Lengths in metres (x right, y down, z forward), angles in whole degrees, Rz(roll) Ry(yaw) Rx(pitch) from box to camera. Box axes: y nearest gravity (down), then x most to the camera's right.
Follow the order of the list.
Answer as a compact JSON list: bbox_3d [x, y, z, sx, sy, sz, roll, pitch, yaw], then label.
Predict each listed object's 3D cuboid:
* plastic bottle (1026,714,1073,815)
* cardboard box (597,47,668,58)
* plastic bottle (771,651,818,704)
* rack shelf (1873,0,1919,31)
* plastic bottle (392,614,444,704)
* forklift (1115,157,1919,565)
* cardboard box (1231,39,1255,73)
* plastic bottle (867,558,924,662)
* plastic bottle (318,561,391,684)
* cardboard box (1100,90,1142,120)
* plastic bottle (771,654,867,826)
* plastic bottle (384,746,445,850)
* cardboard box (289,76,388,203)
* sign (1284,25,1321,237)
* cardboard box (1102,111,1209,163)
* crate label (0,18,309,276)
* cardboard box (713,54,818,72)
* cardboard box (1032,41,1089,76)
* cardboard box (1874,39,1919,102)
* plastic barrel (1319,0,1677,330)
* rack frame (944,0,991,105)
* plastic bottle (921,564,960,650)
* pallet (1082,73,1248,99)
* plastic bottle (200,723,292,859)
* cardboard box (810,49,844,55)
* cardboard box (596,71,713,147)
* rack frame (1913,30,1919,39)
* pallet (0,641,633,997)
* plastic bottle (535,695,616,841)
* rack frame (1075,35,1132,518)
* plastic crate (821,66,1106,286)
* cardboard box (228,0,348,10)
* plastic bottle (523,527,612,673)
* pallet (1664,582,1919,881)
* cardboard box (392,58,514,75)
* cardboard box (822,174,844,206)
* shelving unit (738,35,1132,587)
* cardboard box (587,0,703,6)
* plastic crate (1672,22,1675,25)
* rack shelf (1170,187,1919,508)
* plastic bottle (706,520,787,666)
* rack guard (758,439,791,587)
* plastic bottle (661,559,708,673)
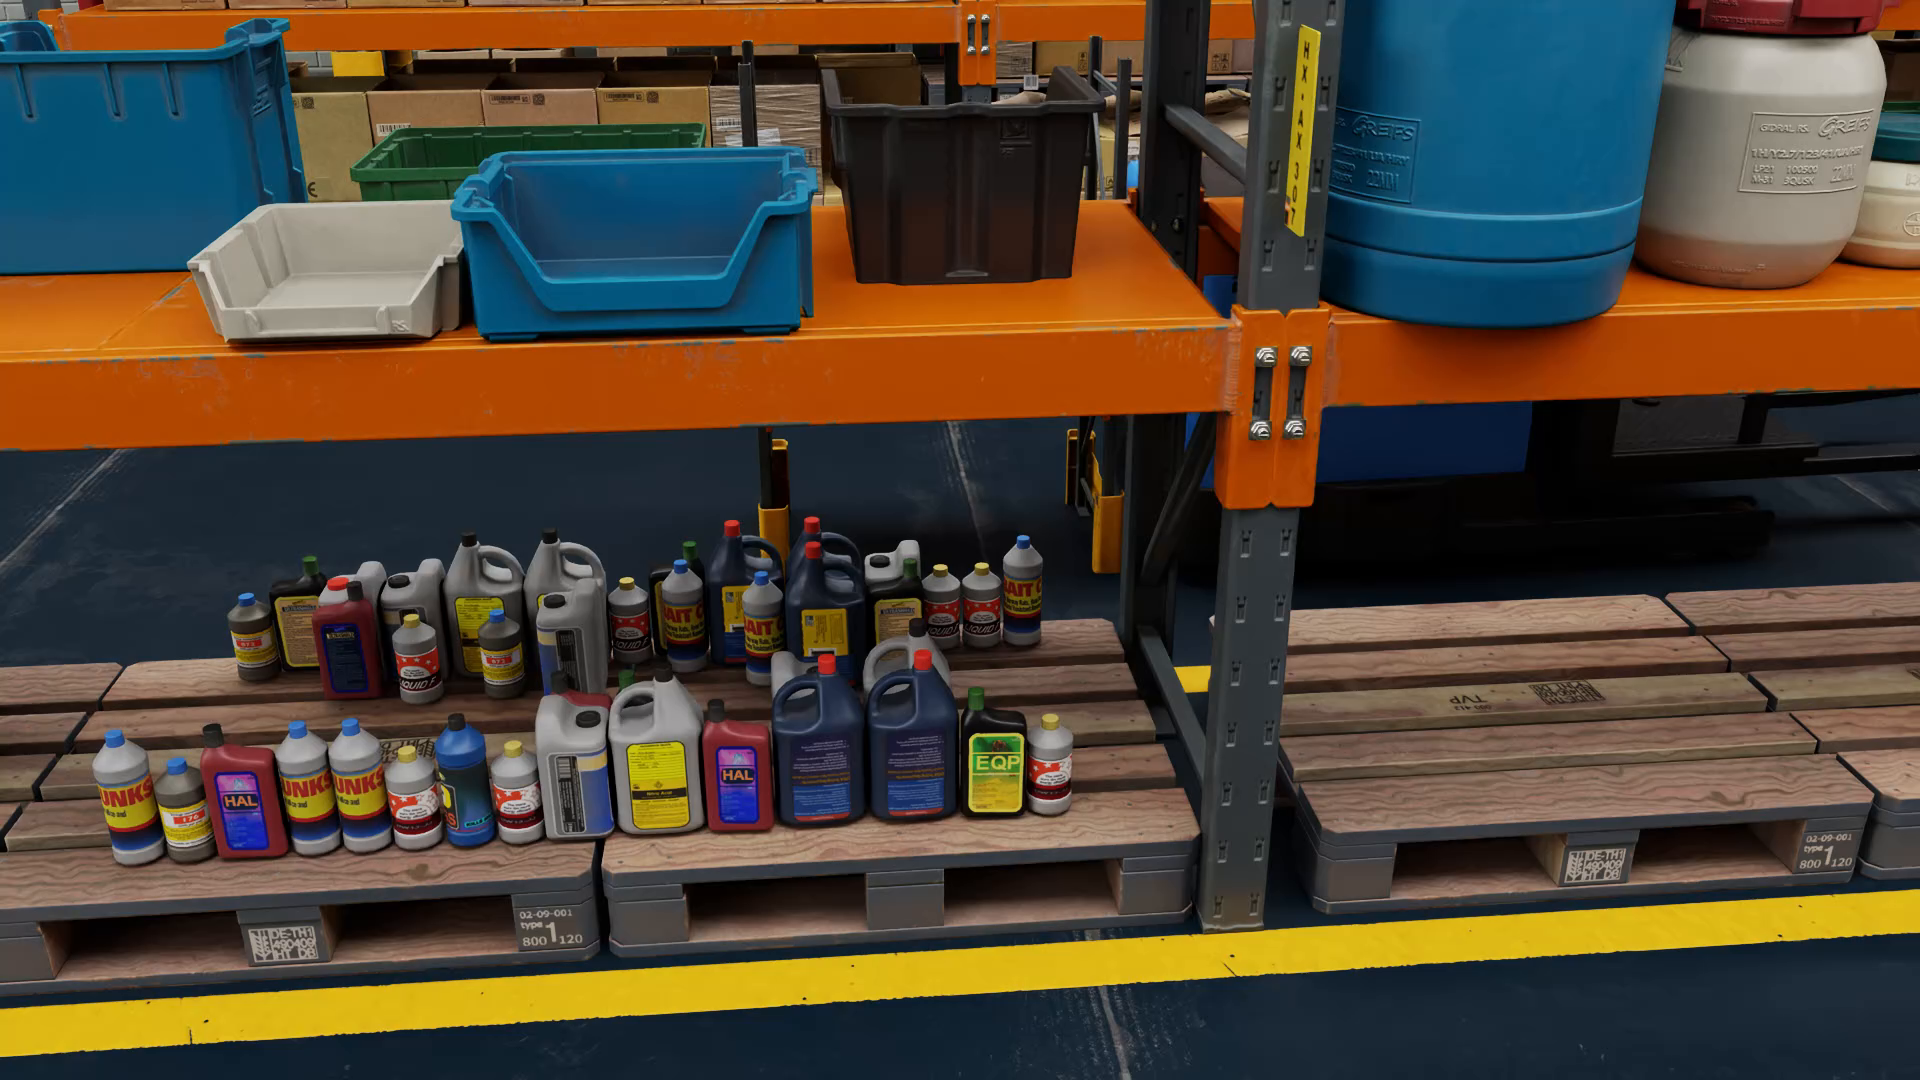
[{"bbox_3d":[0.185,0.455,3.436,0.097,0.201,0.097,0,24,0],"label":"plastic bottle"},{"bbox_3d":[-2.440,-3.689,12.393,0.500,0.500,0.700,-4,24,-8],"label":"cardboard box"},{"bbox_3d":[-0.328,0.372,3.532,0.135,0.276,0.152,-2,24,-5],"label":"plastic bottle"},{"bbox_3d":[6.003,-2.676,8.463,4.000,0.370,1.077,-2,24,-5],"label":"rack shelf"},{"bbox_3d":[-1.259,0.269,3.855,0.097,0.201,0.097,0,24,0],"label":"plastic bottle"},{"bbox_3d":[2.055,-1.488,4.990,3.031,2.935,1.130,-3,24,-7],"label":"forklift"},{"bbox_3d":[2.286,-3.962,13.007,0.500,0.500,0.700,-2,24,-5],"label":"cardboard box"},{"bbox_3d":[-0.153,0.180,3.955,0.133,0.283,0.061,-2,24,-5],"label":"plastic bottle"},{"bbox_3d":[-1.428,0.191,3.939,0.135,0.276,0.152,-2,24,-5],"label":"plastic bottle"},{"bbox_3d":[0.924,-2.112,8.487,0.500,0.311,0.500,-2,24,-4],"label":"cardboard box"},{"bbox_3d":[-0.289,0.397,3.384,0.185,0.351,0.144,-3,24,-8],"label":"plastic bottle"},{"bbox_3d":[-1.092,0.507,3.321,0.097,0.201,0.097,0,24,0],"label":"plastic bottle"},{"bbox_3d":[-2.896,-1.836,7.632,0.500,0.500,0.500,-2,24,-5],"label":"cardboard box"},{"bbox_3d":[0.558,-0.666,2.715,0.005,0.325,0.100,-2,24,-5],"label":"sign"},{"bbox_3d":[0.966,-1.890,7.988,0.500,0.311,0.500,-3,24,-6],"label":"cardboard box"},{"bbox_3d":[-1.661,-0.802,3.318,0.616,0.435,0.502,-2,24,-5],"label":"crate label"},{"bbox_3d":[-0.957,-2.128,8.290,0.500,0.500,0.500,-2,24,-5],"label":"cardboard box"},{"bbox_3d":[0.781,-3.903,12.874,0.500,0.500,0.700,-3,24,-6],"label":"cardboard box"},{"bbox_3d":[4.976,-2.462,8.709,0.500,0.250,0.500,-1,24,-3],"label":"cardboard box"},{"bbox_3d":[0.929,-0.885,2.930,0.708,0.901,0.600,-2,24,-5],"label":"plastic barrel"},{"bbox_3d":[0.032,-2.765,7.778,0.127,3.000,1.000,-2,24,-5],"label":"rack frame"},{"bbox_3d":[-0.048,0.159,4.104,0.097,0.201,0.097,0,24,0],"label":"plastic bottle"},{"bbox_3d":[1.533,-3.575,13.032,1.213,0.211,1.003,-2,24,-5],"label":"pallet"},{"bbox_3d":[-1.404,0.489,3.259,0.133,0.283,0.061,-2,24,-4],"label":"plastic bottle"},{"bbox_3d":[-0.988,-3.640,12.693,0.250,0.166,0.380,-5,25,-12],"label":"cardboard box"},{"bbox_3d":[-1.404,-1.900,7.775,0.500,0.500,0.500,-2,24,-5],"label":"cardboard box"},{"bbox_3d":[7.502,-5.086,13.001,0.127,3.000,1.000,-2,24,-5],"label":"rack frame"},{"bbox_3d":[-1.374,0.571,3.704,1.213,0.211,1.003,-2,24,-5],"label":"pallet"},{"bbox_3d":[-0.772,0.449,3.360,0.135,0.276,0.152,-2,24,-4],"label":"plastic bottle"},{"bbox_3d":[0.421,-0.702,4.983,0.032,1.500,0.500,-2,24,-5],"label":"rack frame"},{"bbox_3d":[-0.019,-0.765,3.354,0.504,0.338,0.767,-2,24,-5],"label":"plastic crate"},{"bbox_3d":[-2.961,-2.687,7.480,0.500,0.500,0.700,-2,24,-4],"label":"cardboard box"},{"bbox_3d":[-0.940,0.136,3.971,0.185,0.351,0.144,-2,24,-6],"label":"plastic bottle"},{"bbox_3d":[2.509,0.414,4.058,1.213,0.211,1.003,-2,24,-5],"label":"pallet"},{"bbox_3d":[-2.451,-2.071,8.161,0.500,0.500,0.500,-2,24,-5],"label":"cardboard box"},{"bbox_3d":[-0.408,-1.594,8.011,0.500,0.250,0.500,-2,24,-5],"label":"cardboard box"},{"bbox_3d":[-0.076,-0.682,4.939,1.083,1.500,0.587,-2,24,-5],"label":"shelving unit"},{"bbox_3d":[-1.433,-2.748,7.617,0.500,0.500,0.700,-2,24,-4],"label":"cardboard box"},{"bbox_3d":[1.582,-0.925,3.658,0.575,0.384,0.392,-2,24,-5],"label":"plastic crate"},{"bbox_3d":[2.505,-0.514,3.599,4.000,0.370,1.077,-2,24,-5],"label":"rack shelf"},{"bbox_3d":[-0.517,0.119,4.009,0.185,0.351,0.144,-3,24,-7],"label":"plastic bottle"},{"bbox_3d":[-0.571,-0.091,5.148,0.087,0.250,0.587,-2,24,-5],"label":"rack guard"},{"bbox_3d":[-0.660,0.176,3.978,0.097,0.271,0.097,0,24,0],"label":"plastic bottle"}]
